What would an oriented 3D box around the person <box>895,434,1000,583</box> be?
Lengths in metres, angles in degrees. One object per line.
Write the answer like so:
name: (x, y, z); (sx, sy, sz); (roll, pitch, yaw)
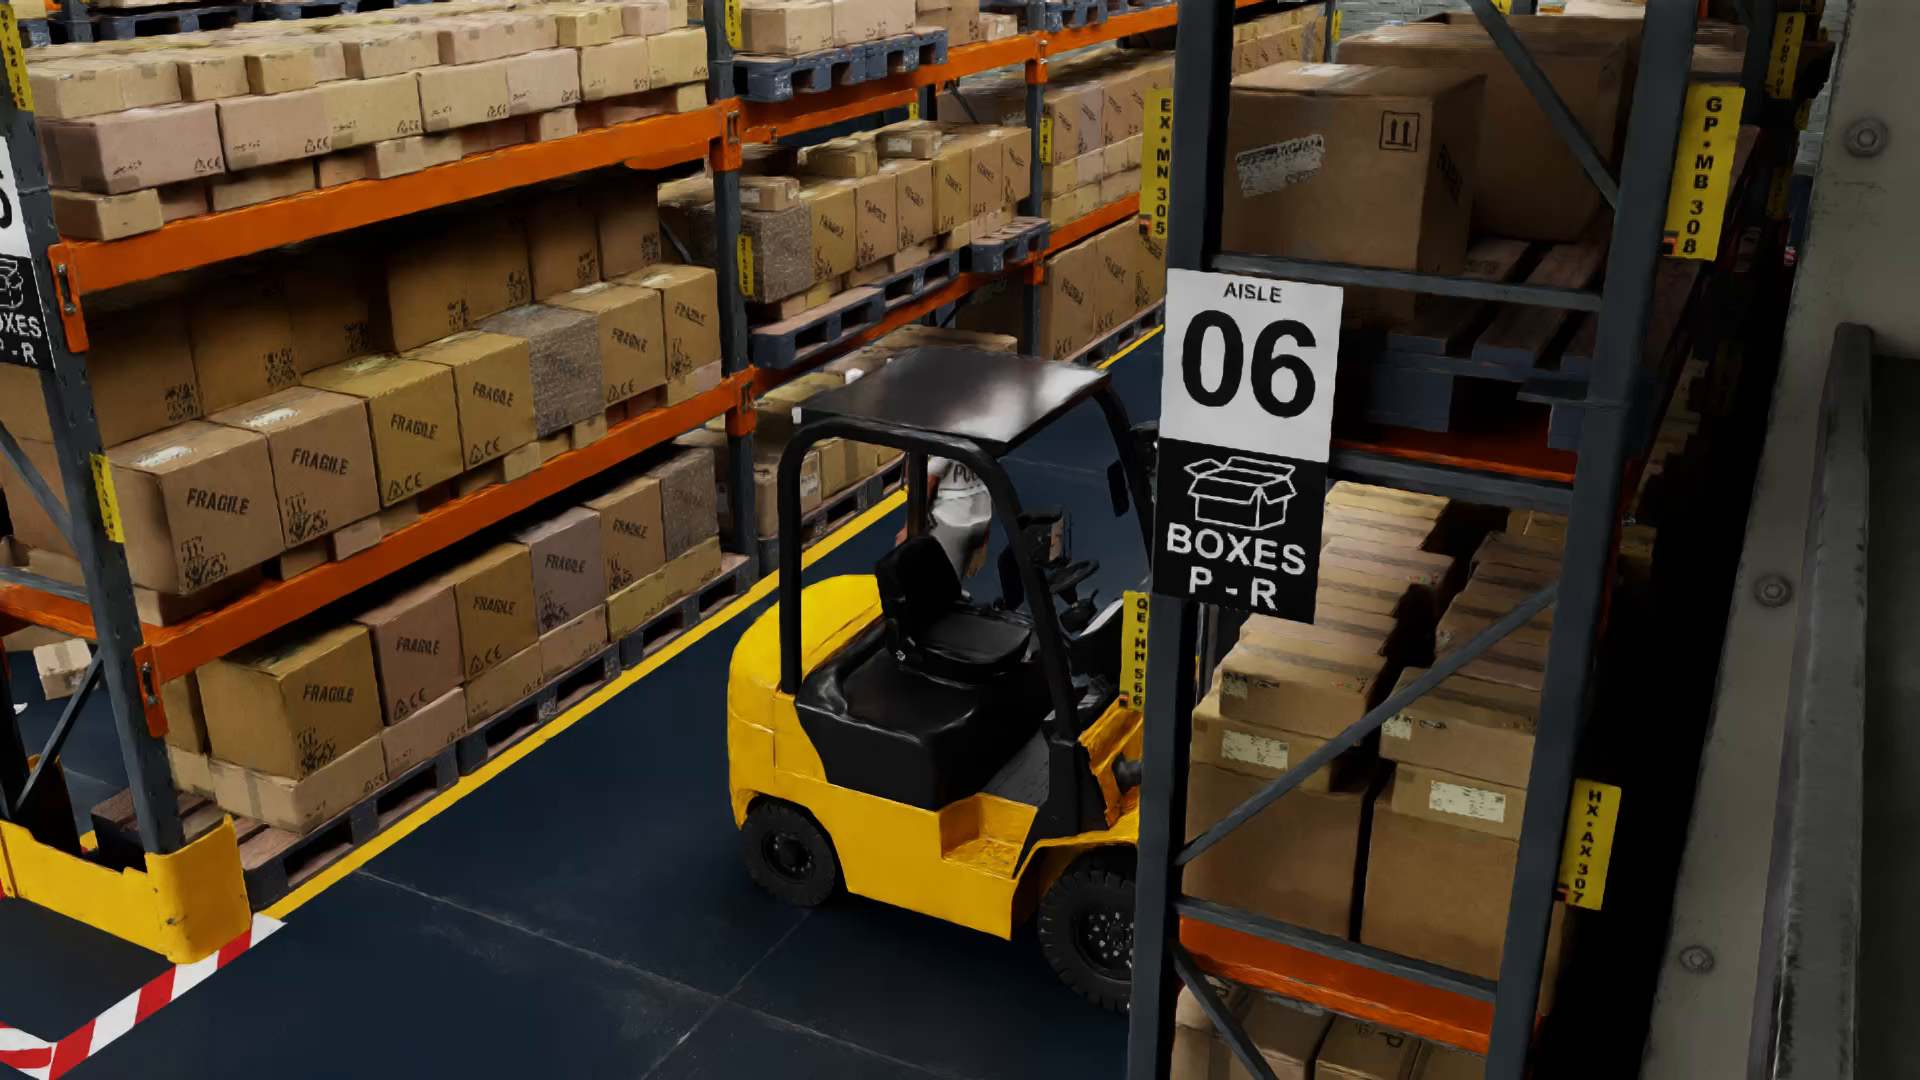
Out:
person: (-0.012, -0.084, 8.495); (0.622, 1.715, 0.597); (12, 26, 27)
